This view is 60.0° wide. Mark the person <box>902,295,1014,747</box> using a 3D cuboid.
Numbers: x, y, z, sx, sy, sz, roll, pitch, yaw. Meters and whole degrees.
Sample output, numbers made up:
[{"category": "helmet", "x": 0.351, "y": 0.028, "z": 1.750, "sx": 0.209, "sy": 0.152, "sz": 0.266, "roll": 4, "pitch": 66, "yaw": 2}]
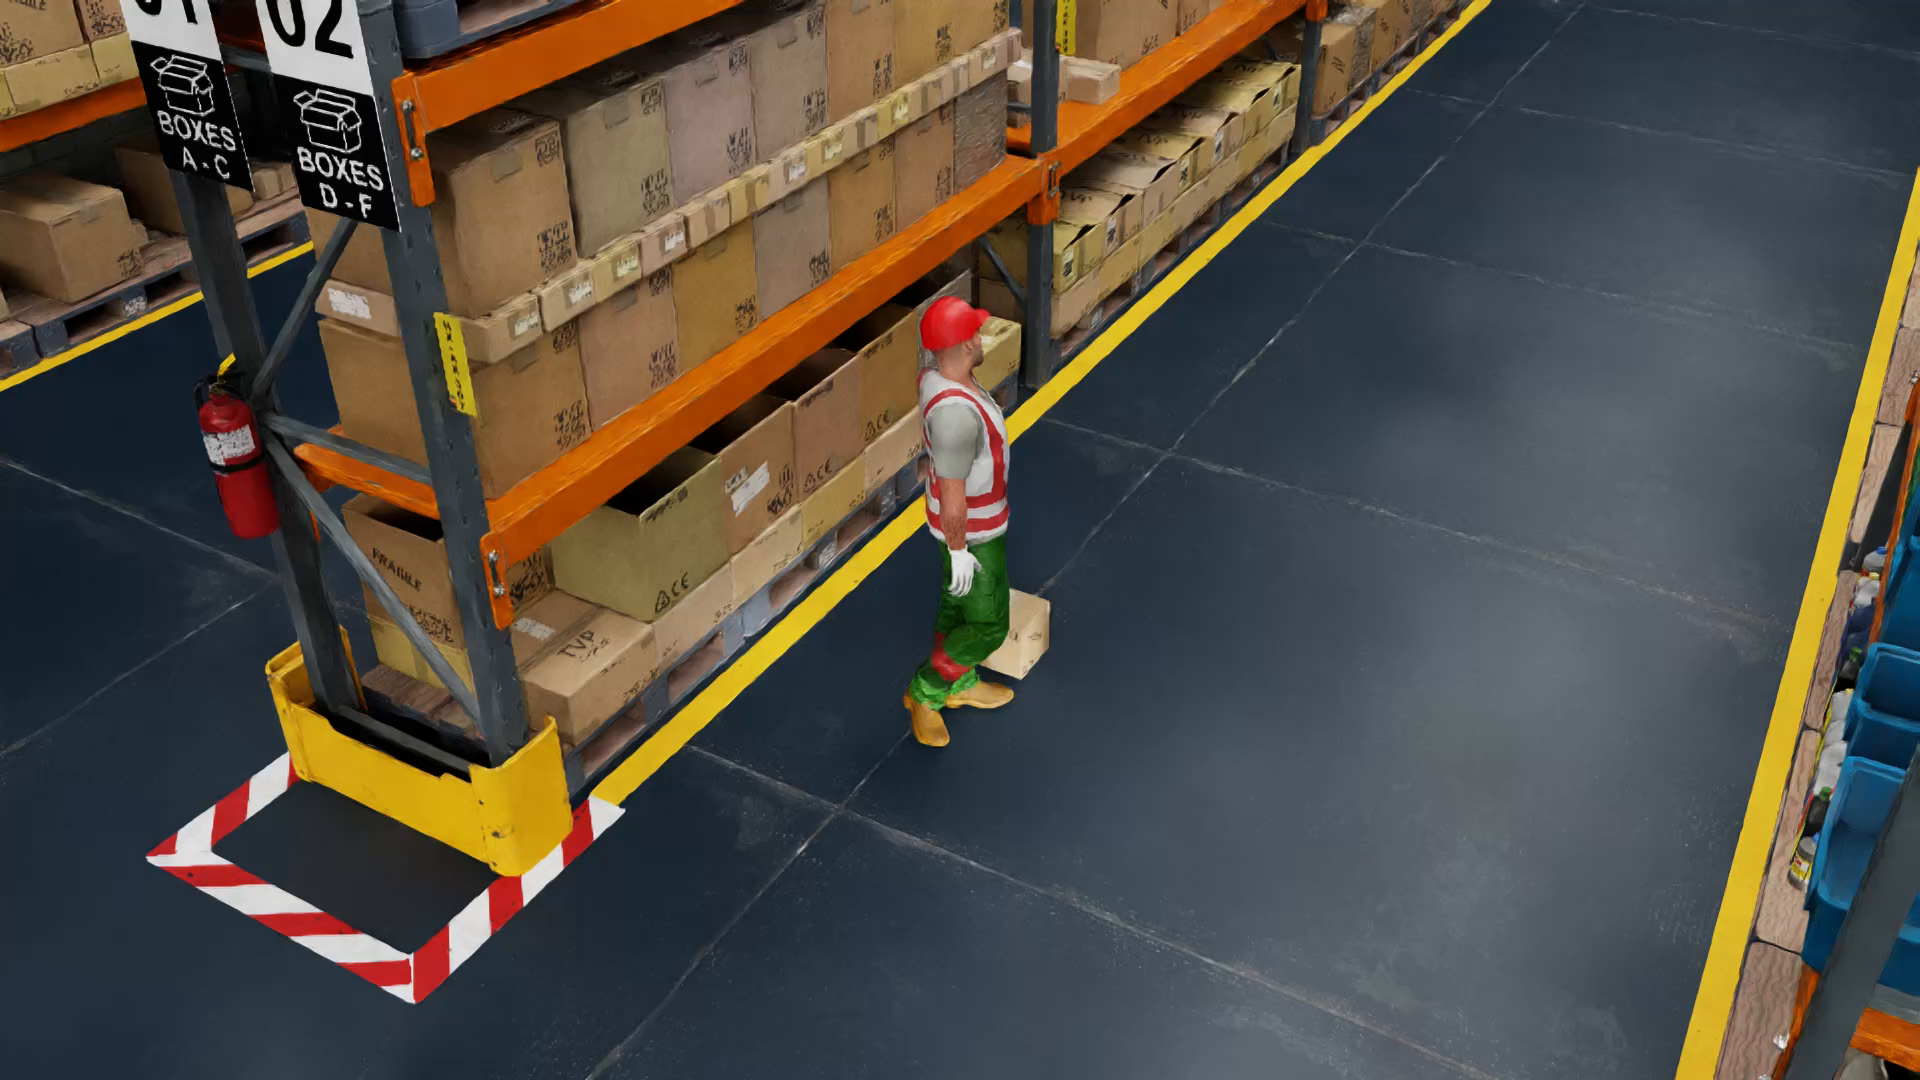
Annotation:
[{"category": "person", "x": -0.005, "y": -0.055, "z": 6.191, "sx": 0.456, "sy": 1.784, "sz": 0.598, "roll": -2, "pitch": 34, "yaw": -3}]
